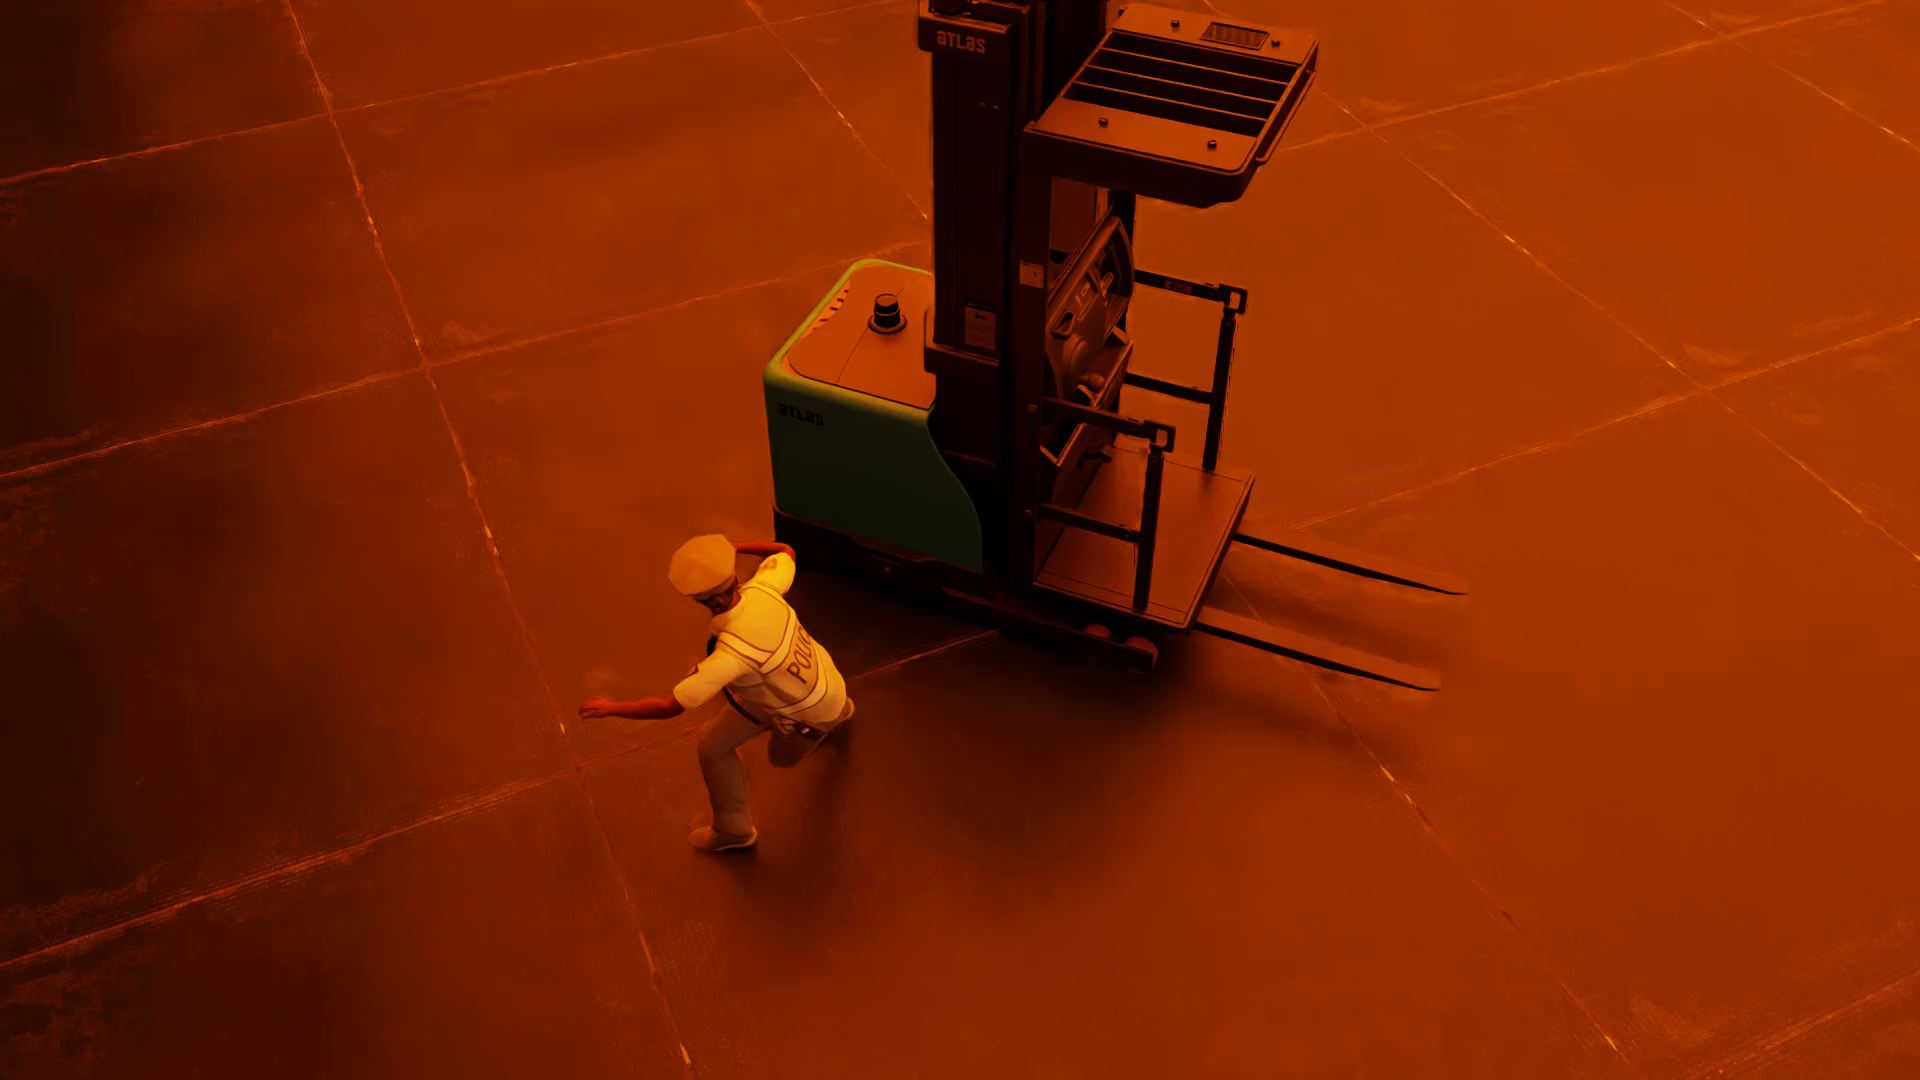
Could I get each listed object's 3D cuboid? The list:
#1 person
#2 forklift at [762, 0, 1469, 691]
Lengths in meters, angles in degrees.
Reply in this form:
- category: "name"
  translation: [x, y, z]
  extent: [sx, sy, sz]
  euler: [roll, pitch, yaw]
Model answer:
- category: "person"
  translation: [-0.911, 0.505, 6.273]
  extent: [1.068, 1.460, 0.827]
  euler: [-13, 45, -14]
- category: "forklift"
  translation: [0.709, -0.906, 6.651]
  extent: [3.031, 2.935, 1.130]
  euler: [16, 45, 17]
